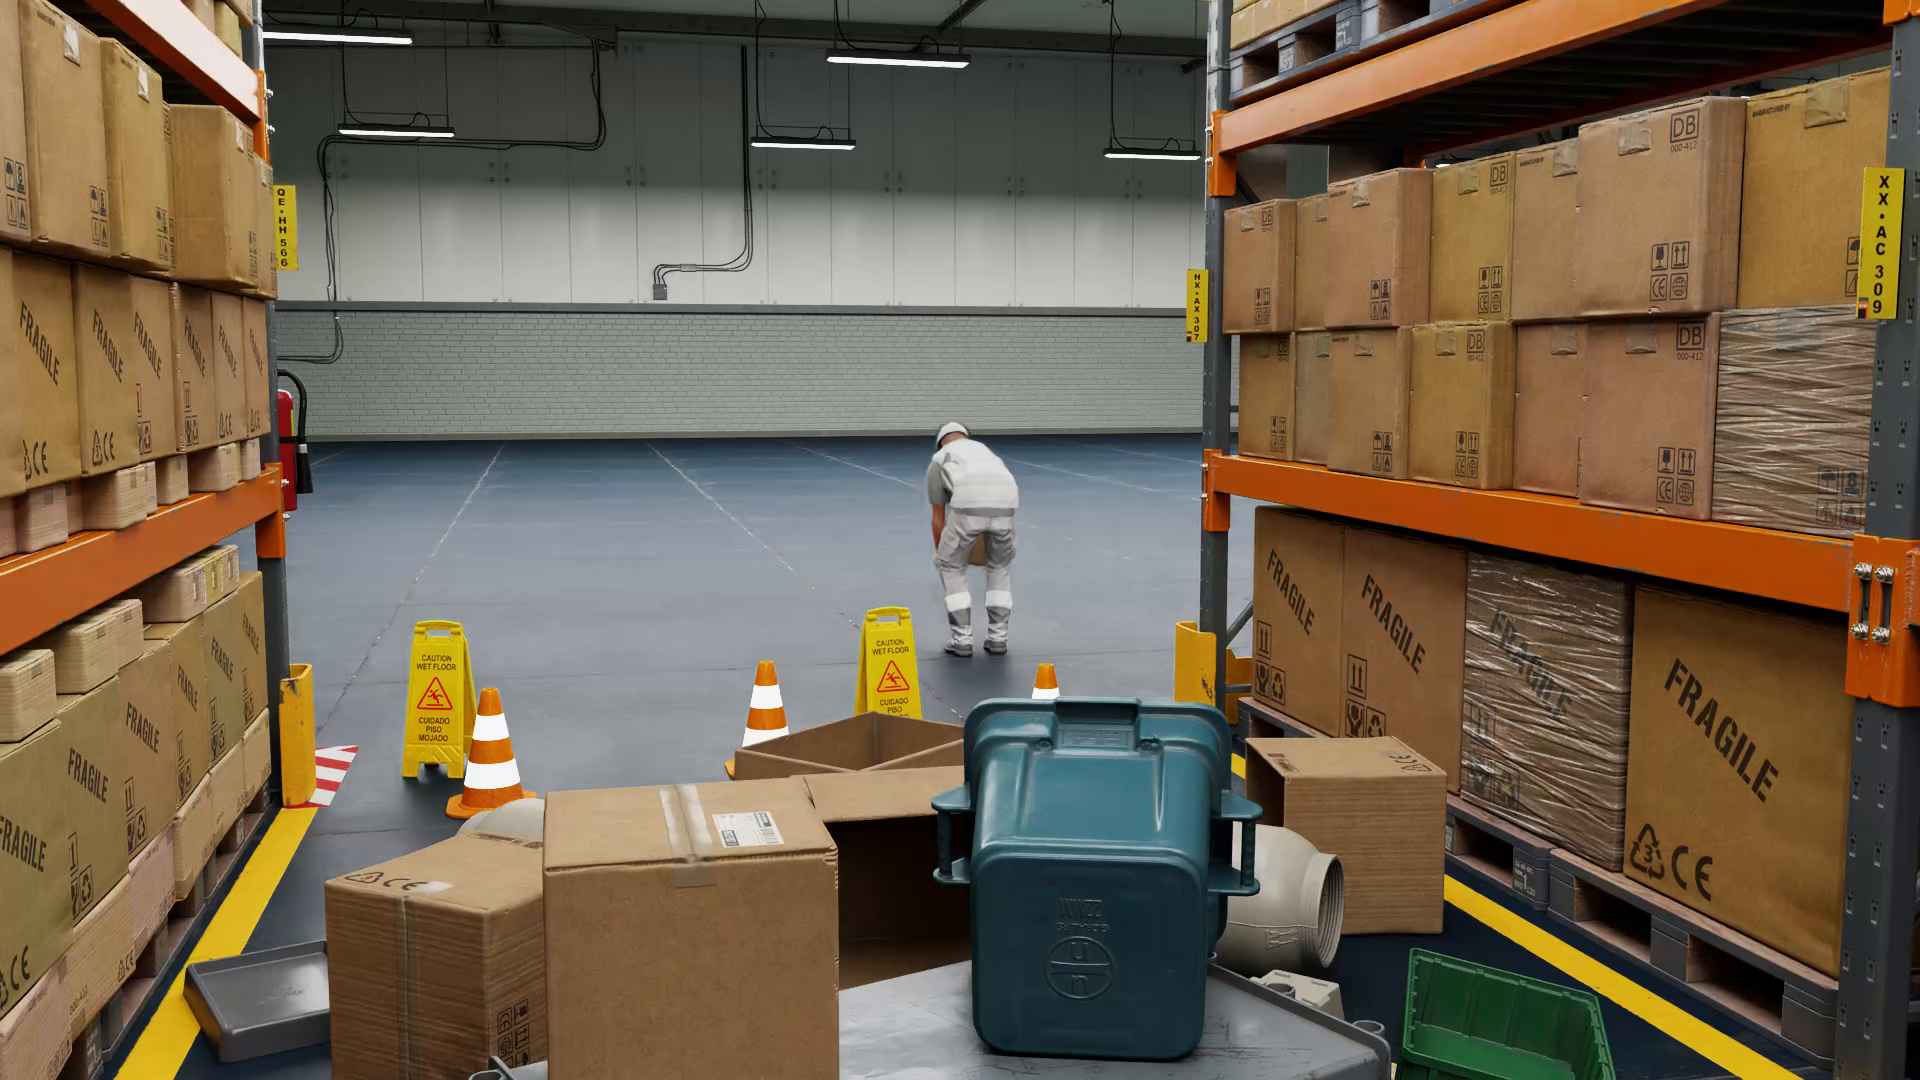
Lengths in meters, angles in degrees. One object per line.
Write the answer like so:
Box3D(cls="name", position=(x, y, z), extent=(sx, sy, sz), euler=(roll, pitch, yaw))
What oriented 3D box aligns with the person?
Box3D(cls="person", position=(0.061, -0.024, 10.053), extent=(0.494, 1.355, 0.899), euler=(-2, 6, -16))
